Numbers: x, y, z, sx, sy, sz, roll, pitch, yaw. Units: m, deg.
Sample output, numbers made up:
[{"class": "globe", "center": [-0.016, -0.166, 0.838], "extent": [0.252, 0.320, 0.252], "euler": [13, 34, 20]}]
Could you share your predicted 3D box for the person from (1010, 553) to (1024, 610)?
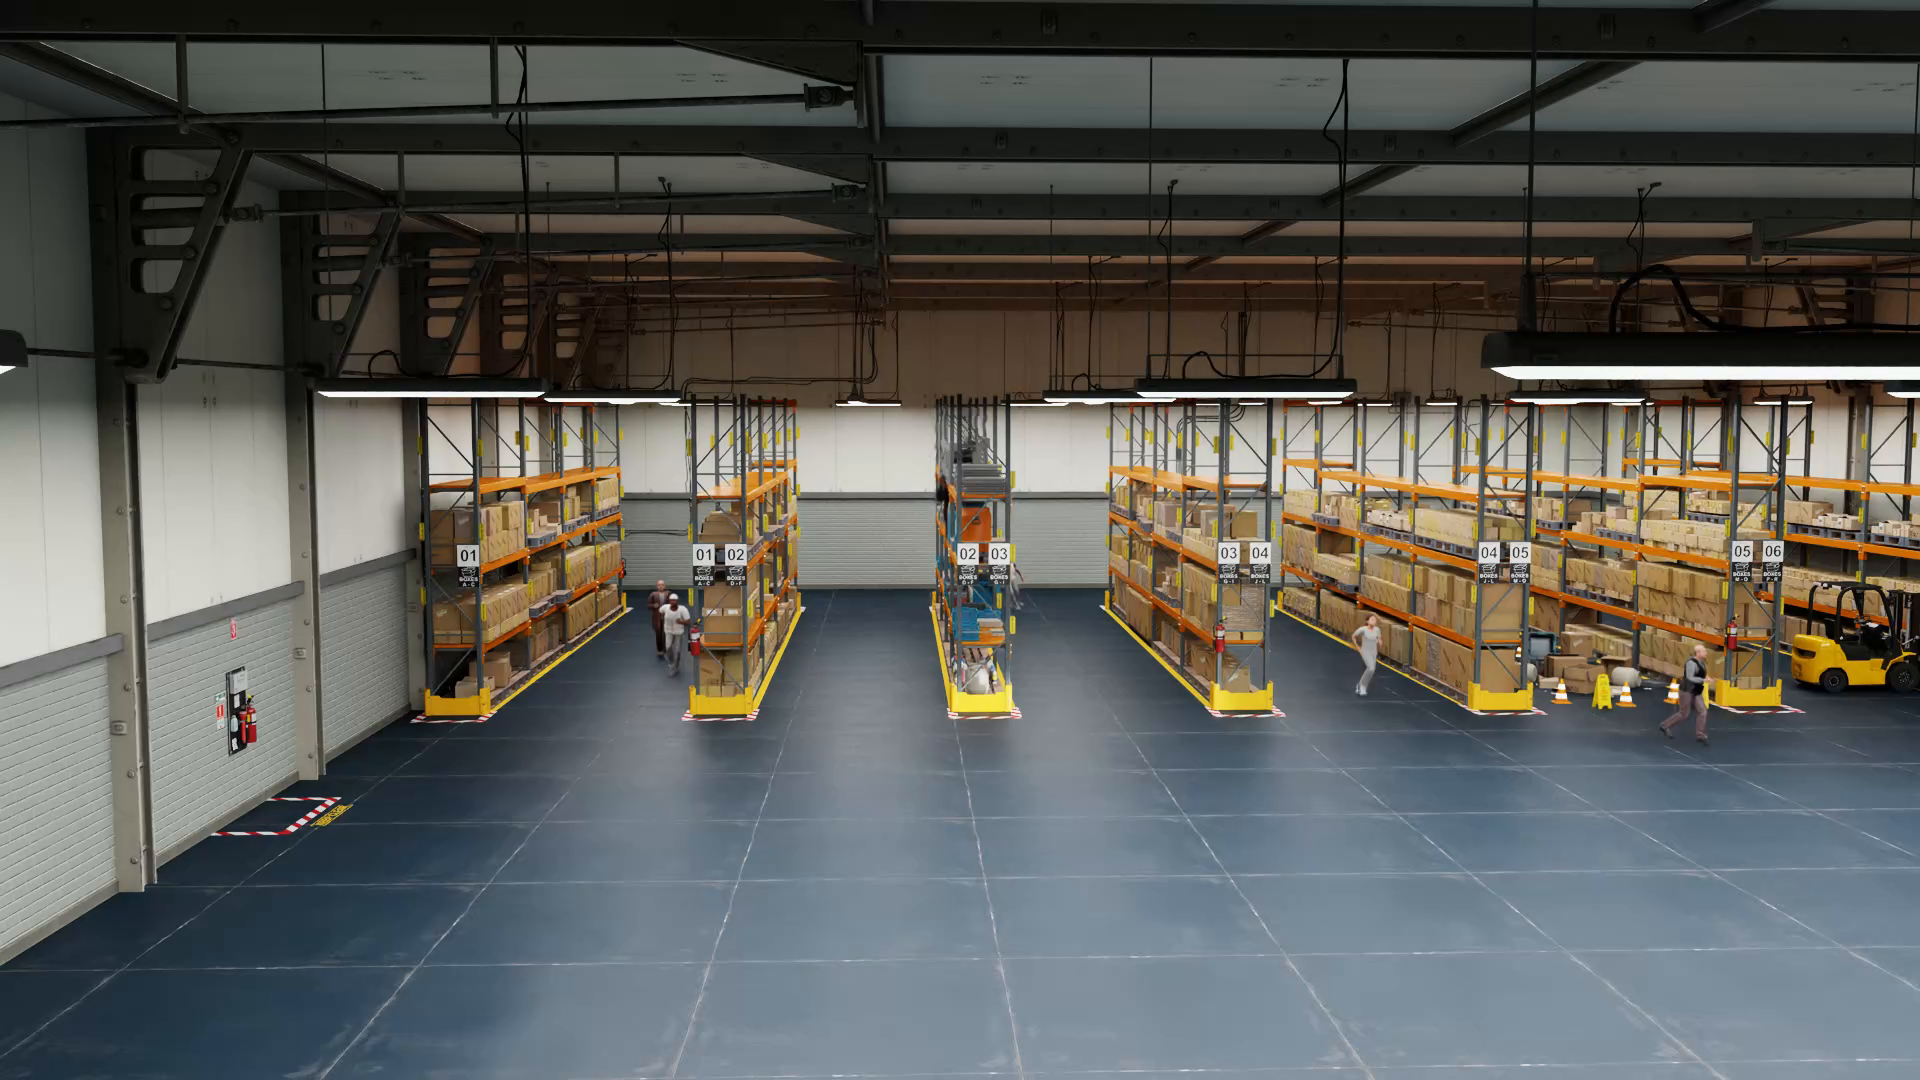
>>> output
[{"class": "person", "center": [1.570, 1.160, 47.751], "extent": [0.882, 1.632, 0.712], "euler": [-3, 5, -33]}]

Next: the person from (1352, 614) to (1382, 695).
[{"class": "person", "center": [8.156, 2.280, 33.175], "extent": [0.559, 1.627, 0.669], "euler": [-2, 5, -22]}]

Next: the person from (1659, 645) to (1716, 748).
[{"class": "person", "center": [12.438, 2.658, 28.401], "extent": [0.924, 1.776, 0.674], "euler": [4, 6, 44]}]

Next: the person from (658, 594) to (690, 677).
[{"class": "person", "center": [-6.167, 2.033, 35.840], "extent": [0.729, 1.787, 0.837], "euler": [0, 4, -2]}]

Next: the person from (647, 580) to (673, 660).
[{"class": "person", "center": [-6.836, 1.839, 38.136], "extent": [0.685, 1.826, 0.776], "euler": [-1, 5, -11]}]
